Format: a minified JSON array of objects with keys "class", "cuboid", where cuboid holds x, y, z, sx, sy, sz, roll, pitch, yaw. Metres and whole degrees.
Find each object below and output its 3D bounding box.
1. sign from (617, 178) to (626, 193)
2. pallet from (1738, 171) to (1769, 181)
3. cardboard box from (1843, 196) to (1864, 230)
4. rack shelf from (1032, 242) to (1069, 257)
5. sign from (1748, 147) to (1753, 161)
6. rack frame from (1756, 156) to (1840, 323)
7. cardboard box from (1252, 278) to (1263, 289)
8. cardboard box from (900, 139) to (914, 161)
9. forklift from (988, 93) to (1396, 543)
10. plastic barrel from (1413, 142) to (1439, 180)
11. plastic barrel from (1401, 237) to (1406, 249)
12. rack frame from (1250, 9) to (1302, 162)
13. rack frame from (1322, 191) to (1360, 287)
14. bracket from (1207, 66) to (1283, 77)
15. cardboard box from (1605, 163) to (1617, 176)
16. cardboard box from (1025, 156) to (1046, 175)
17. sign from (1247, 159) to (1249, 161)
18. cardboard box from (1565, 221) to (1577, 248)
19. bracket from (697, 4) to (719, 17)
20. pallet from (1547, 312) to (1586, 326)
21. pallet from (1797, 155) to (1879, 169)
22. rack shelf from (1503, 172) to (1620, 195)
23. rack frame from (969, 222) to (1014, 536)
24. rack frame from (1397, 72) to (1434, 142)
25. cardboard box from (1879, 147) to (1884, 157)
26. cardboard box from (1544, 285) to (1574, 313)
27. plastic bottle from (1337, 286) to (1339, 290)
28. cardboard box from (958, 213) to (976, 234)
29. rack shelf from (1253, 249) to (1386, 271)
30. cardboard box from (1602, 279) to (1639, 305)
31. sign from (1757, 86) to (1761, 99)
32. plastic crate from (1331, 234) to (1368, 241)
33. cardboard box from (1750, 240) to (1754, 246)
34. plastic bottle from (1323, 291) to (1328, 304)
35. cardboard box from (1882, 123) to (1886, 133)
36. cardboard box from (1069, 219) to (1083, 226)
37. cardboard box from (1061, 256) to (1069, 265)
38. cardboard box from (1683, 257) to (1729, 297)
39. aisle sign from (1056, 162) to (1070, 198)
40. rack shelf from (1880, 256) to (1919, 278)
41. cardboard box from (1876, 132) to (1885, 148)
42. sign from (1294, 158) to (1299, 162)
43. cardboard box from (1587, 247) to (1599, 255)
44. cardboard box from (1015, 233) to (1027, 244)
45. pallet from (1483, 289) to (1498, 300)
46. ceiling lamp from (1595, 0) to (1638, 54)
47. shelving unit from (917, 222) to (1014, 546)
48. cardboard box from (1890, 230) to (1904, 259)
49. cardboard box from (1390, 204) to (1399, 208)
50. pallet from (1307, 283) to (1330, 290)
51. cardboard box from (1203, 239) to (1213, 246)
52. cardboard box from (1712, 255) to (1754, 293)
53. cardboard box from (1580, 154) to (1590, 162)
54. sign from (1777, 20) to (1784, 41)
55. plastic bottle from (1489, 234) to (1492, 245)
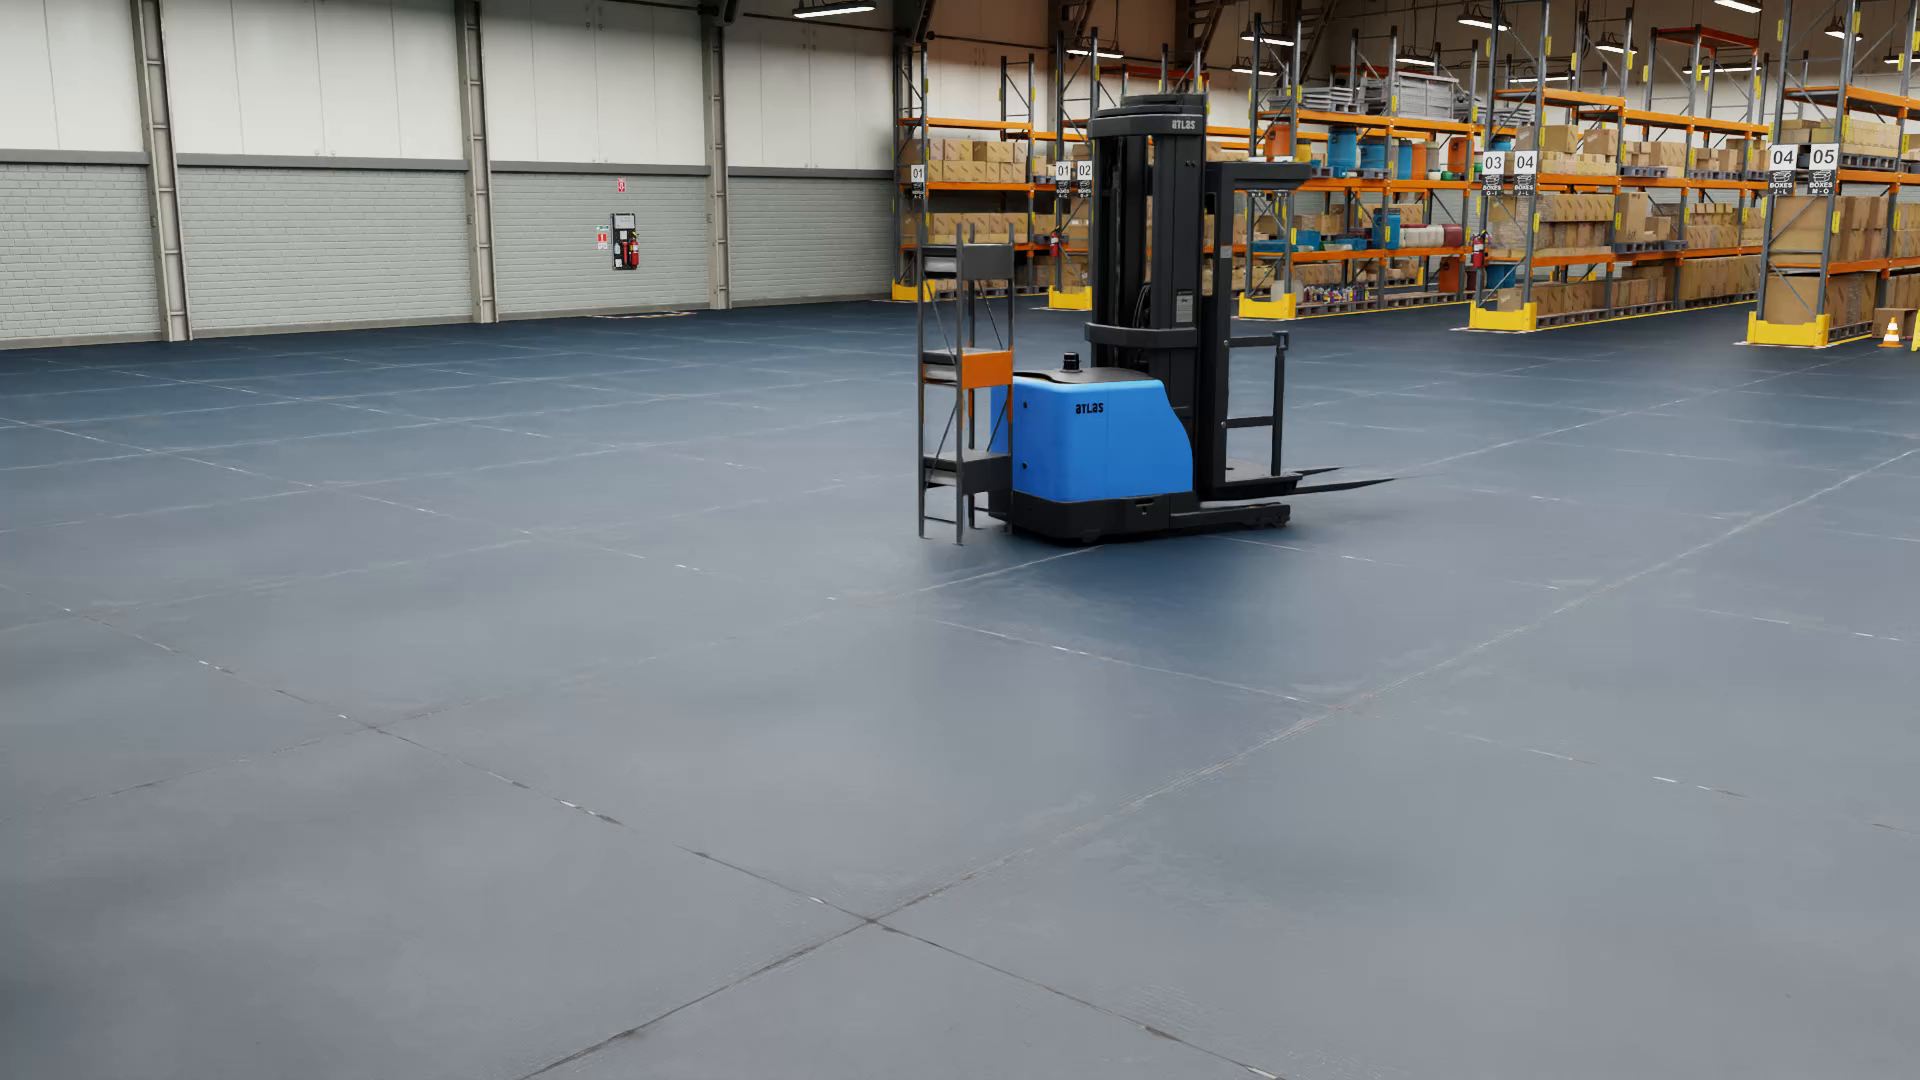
[{"class":"sign","cuboid":[-7.071,-7.410,34.733,0.001,0.298,0.199,10,15,40]},{"class":"pallet","cuboid":[19.255,-8.857,40.467,1.003,0.211,1.213,10,15,40]},{"class":"cardboard box","cuboid":[14.678,-5.521,28.054,0.875,0.550,0.550,10,15,40]},{"class":"rack shelf","cuboid":[2.778,-7.818,44.531,1.077,0.370,4.000,10,15,40]},{"class":"sign","cuboid":[18.315,-8.942,38.542,0.100,0.325,0.005,10,15,40]},{"class":"rack frame","cuboid":[13.639,-4.710,27.137,1.000,3.000,0.127,10,15,40]},{"class":"cardboard box","cuboid":[7.320,-6.497,42.031,0.500,0.250,0.500,10,15,40]},{"class":"cardboard box","cuboid":[-1.094,-9.405,40.124,0.500,0.500,0.500,11,15,43]},{"class":"forklift","cuboid":[1.744,-1.596,11.718,3.031,2.935,1.130,-6,13,-27]},{"class":"plastic barrel","cuboid":[10.835,-8.808,38.714,0.600,0.901,0.600,0,11,0]},{"class":"plastic barrel","cuboid":[9.889,-6.703,37.464,0.301,0.262,0.301,0,11,0]},{"class":"rack frame","cuboid":[6.259,-8.949,33.040,1.000,3.000,0.127,10,15,40]},{"class":"rack frame","cuboid":[10.462,-8.413,45.677,1.000,3.000,0.127,10,15,40]},{"class":"bracket","cuboid":[8.793,-14.369,50.990,0.076,0.066,4.783,10,15,40]},{"class":"cardboard box","cuboid":[12.516,-7.252,32.584,0.500,0.250,0.500,11,15,42]},{"class":"cardboard box","cuboid":[1.879,-9.672,42.994,0.500,0.500,0.500,-9,15,-39]},{"class":"sign","cuboid":[7.416,-9.620,42.738,0.100,0.325,0.005,10,15,40]},{"class":"cardboard box","cuboid":[11.305,-5.868,31.917,0.875,0.500,0.500,10,15,40]},{"class":"bracket","cuboid":[-5.338,-11.220,35.221,0.235,0.232,0.430,10,15,40]},{"class":"pallet","cuboid":[11.398,-4.304,32.221,1.003,0.211,1.213,10,15,40]},{"class":"pallet","cuboid":[14.926,-6.429,28.308,1.003,0.211,1.213,10,15,40]},{"class":"rack shelf","cuboid":[11.300,-6.779,31.672,1.077,0.370,4.000,10,15,40]},{"class":"rack frame","cuboid":[0.211,-1.085,11.282,0.015,2.100,0.400,-11,16,-44]},{"class":"rack frame","cuboid":[13.103,-11.944,48.036,1.000,3.000,0.127,10,15,40]},{"class":"cardboard box","cuboid":[15.609,-6.657,28.540,0.380,0.149,0.250,10,15,41]},{"class":"cardboard box","cuboid":[11.603,-4.695,32.368,0.500,0.500,0.500,8,14,35]},{"class":"plastic bottle","cuboid":[8.360,-5.483,36.848,0.097,0.271,0.097,0,11,0]},{"class":"cardboard box","cuboid":[0.038,-7.770,40.872,0.500,0.500,0.500,9,14,39]},{"class":"rack shelf","cuboid":[7.580,-5.948,35.172,1.077,0.370,4.000,10,15,40]},{"class":"cardboard box","cuboid":[13.740,-5.183,34.760,0.700,0.500,0.500,8,14,36]},{"class":"sign","cuboid":[20.129,-11.271,41.877,0.100,0.325,0.005,10,15,40]},{"class":"plastic crate","cuboid":[8.459,-6.504,36.277,0.767,0.338,0.504,10,15,40]},{"class":"cardboard box","cuboid":[18.693,-7.087,39.676,0.380,0.149,0.250,10,15,42]},{"class":"plastic bottle","cuboid":[7.690,-5.111,34.986,0.097,0.271,0.097,0,11,0]},{"class":"cardboard box","cuboid":[15.609,-7.048,28.462,0.380,0.149,0.250,10,15,41]},{"class":"cardboard box","cuboid":[2.650,-7.096,37.169,0.380,0.149,0.250,9,15,39]},{"class":"cardboard box","cuboid":[2.560,-7.487,44.381,0.500,0.250,0.500,9,15,39]},{"class":"cardboard box","cuboid":[16.905,-6.068,38.285,1.225,0.875,0.875,9,14,38]},{"class":"aisle sign","cuboid":[2.277,-7.951,36.724,0.394,0.787,0.004,10,15,40]},{"class":"rack shelf","cuboid":[17.600,-5.240,31.627,1.077,0.370,4.000,10,15,40]},{"class":"cardboard box","cuboid":[15.482,-6.844,28.456,0.500,0.250,0.500,10,15,40]},{"class":"sign","cuboid":[6.670,-7.411,32.974,0.100,0.325,0.005,10,15,40]},{"class":"cardboard box","cuboid":[12.236,-5.647,32.465,0.380,0.149,0.250,10,15,40]},{"class":"cardboard box","cuboid":[1.373,-7.704,42.455,0.500,0.250,0.500,10,15,40]},{"class":"pallet","cuboid":[12.835,-6.117,41.296,1.003,0.211,1.213,10,15,40]},{"class":"ceiling lamp","cuboid":[15.732,-13.092,38.882,0.800,3.185,2.000,10,15,40]},{"class":"shelving unit","cuboid":[0.039,-1.051,11.113,0.503,2.100,0.431,-11,16,-44]},{"class":"cardboard box","cuboid":[16.829,-5.391,30.287,0.500,0.500,0.500,10,15,41]},{"class":"cardboard box","cuboid":[12.005,-9.213,46.874,0.500,0.500,0.500,10,15,42]},{"class":"pallet","cuboid":[9.149,-6.741,44.423,1.003,0.211,1.213,10,15,40]},{"class":"cardboard box","cuboid":[5.920,-7.217,40.329,0.380,0.149,0.250,10,15,40]},{"class":"cardboard box","cuboid":[18.397,-6.383,39.863,0.875,0.875,0.875,10,15,40]},{"class":"cardboard box","cuboid":[11.757,-7.268,31.649,0.380,0.149,0.250,11,16,43]},{"class":"sign","cuboid":[13.241,-8.221,26.812,0.100,0.325,0.005,10,15,40]},{"class":"plastic bottle","cuboid":[12.928,-7.326,40.562,0.097,0.271,0.097,0,11,0]}]
